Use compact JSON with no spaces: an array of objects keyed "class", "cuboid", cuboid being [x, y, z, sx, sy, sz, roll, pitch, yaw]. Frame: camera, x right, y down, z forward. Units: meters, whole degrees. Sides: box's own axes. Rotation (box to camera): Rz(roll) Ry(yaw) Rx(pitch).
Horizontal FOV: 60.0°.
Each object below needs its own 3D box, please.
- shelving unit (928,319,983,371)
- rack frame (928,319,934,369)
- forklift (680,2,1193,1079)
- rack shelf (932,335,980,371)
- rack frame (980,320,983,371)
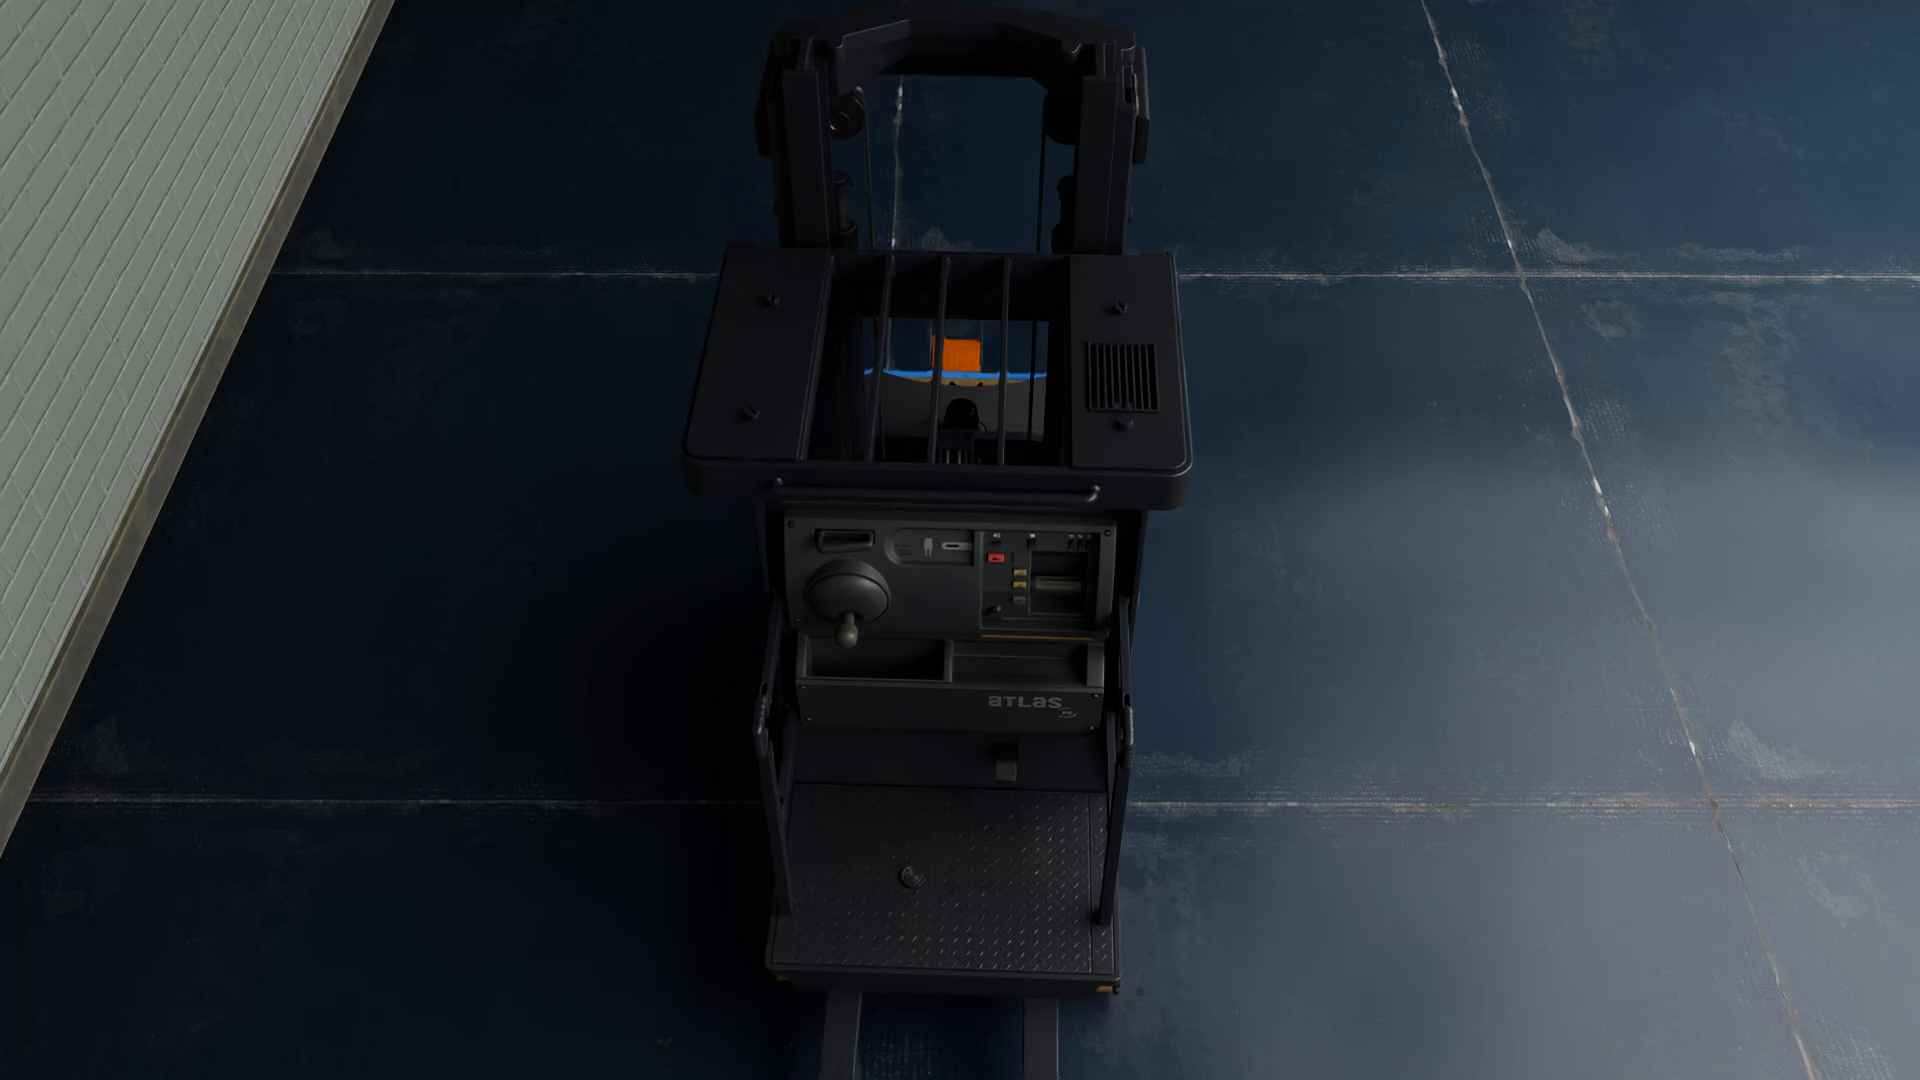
[{"class":"shelving unit","cuboid":[-0.013,-0.415,6.316,0.189,1.200,0.258,2,47,2]},{"class":"rack frame","cuboid":[-0.105,-0.417,6.319,0.006,1.200,0.240,2,47,2]},{"class":"forklift","cuboid":[-0.036,0.213,4.549,1.130,2.935,3.031,2,47,1]},{"class":"rack shelf","cuboid":[-0.014,-0.630,6.085,0.180,0.103,0.258,2,47,2]},{"class":"rack frame","cuboid":[0.078,-0.412,6.314,0.006,1.200,0.240,2,47,2]}]
